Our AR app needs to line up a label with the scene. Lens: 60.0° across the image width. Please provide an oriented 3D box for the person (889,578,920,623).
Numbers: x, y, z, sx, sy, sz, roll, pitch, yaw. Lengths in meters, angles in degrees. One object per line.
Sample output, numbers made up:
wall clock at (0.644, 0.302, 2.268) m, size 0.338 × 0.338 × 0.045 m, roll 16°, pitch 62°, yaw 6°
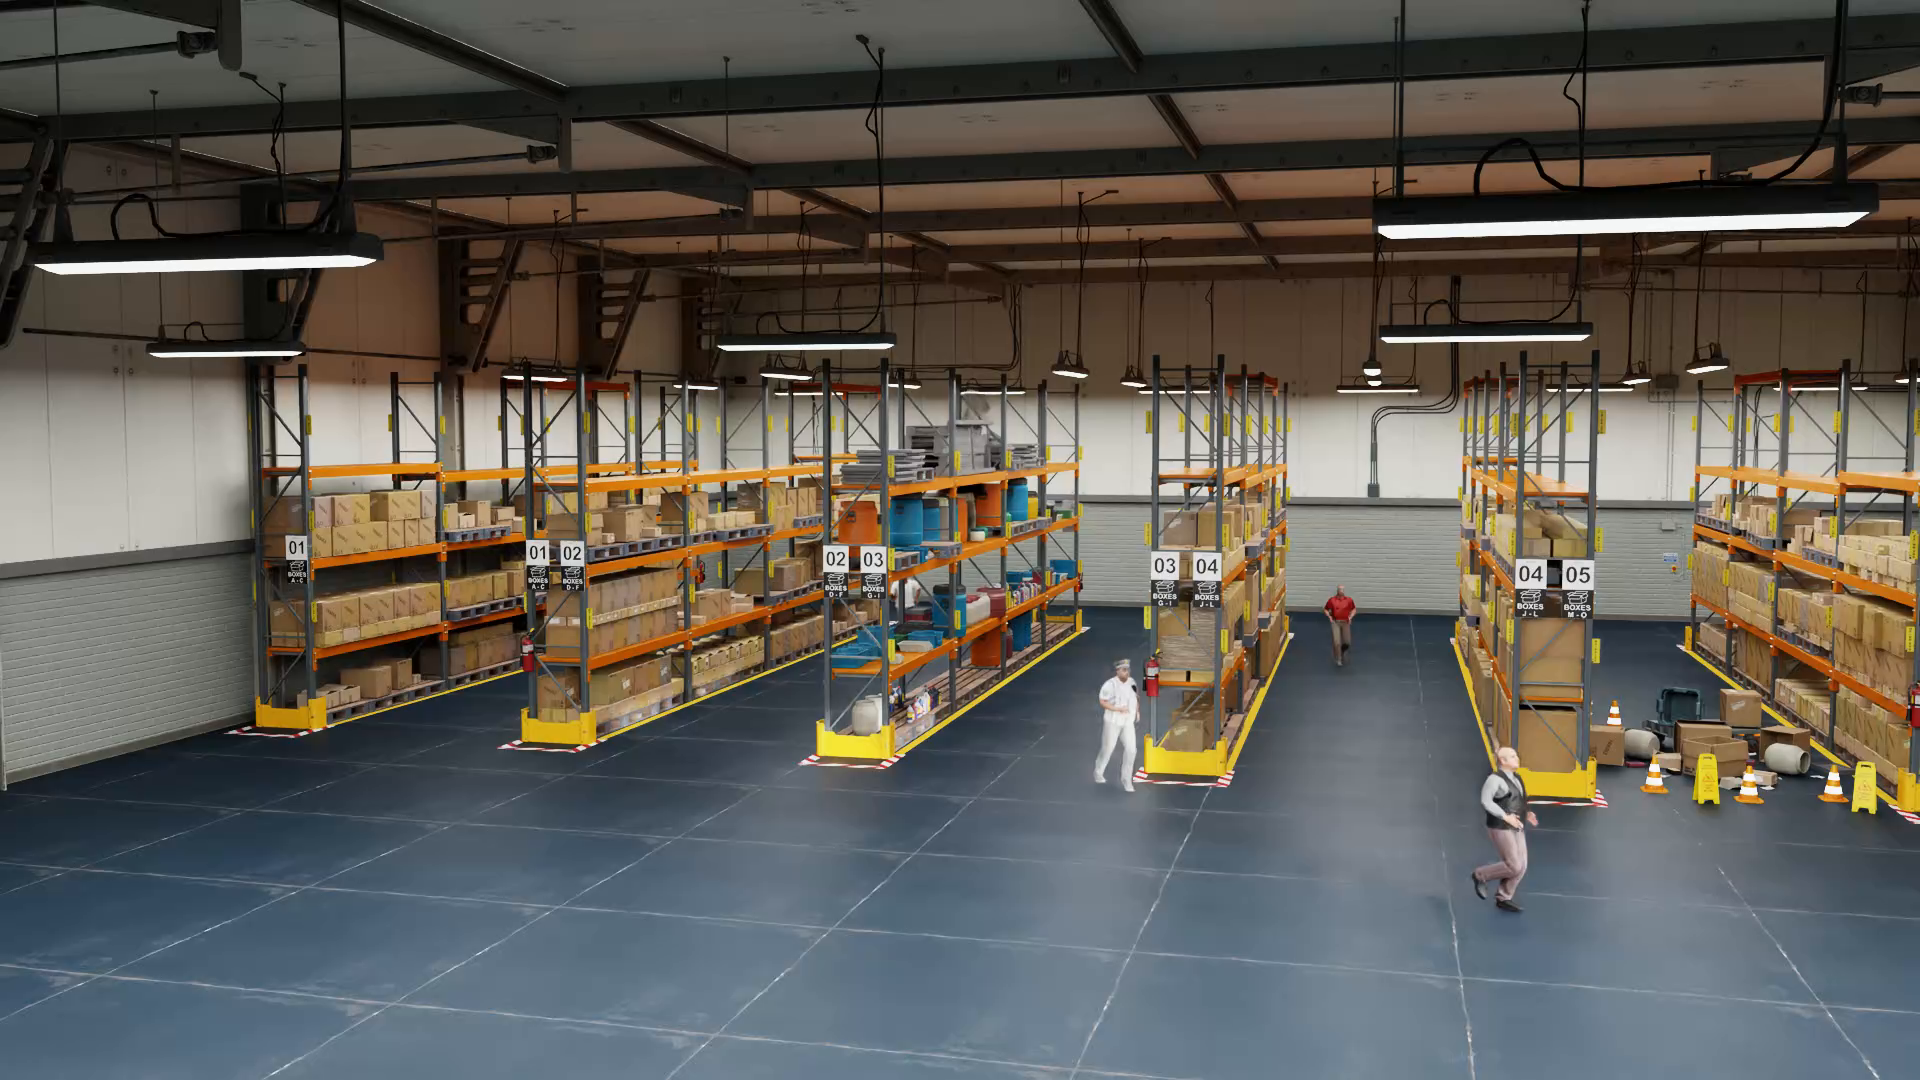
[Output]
person at (-1.257, 1.529, 37.373) m, size 0.694 × 1.788 × 0.957 m, roll 0°, pitch 4°, yaw 4°

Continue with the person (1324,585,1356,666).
person at (7.923, 1.772, 34.669) m, size 0.661 × 1.673 × 0.628 m, roll 1°, pitch 4°, yaw 8°

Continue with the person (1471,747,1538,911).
person at (5.643, 2.976, 17.203) m, size 0.649 × 1.677 × 0.542 m, roll -4°, pitch 6°, yaw -45°

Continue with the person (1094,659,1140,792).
person at (2.215, 2.554, 22.966) m, size 0.696 × 1.863 × 0.763 m, roll -2°, pitch 4°, yaw -23°
